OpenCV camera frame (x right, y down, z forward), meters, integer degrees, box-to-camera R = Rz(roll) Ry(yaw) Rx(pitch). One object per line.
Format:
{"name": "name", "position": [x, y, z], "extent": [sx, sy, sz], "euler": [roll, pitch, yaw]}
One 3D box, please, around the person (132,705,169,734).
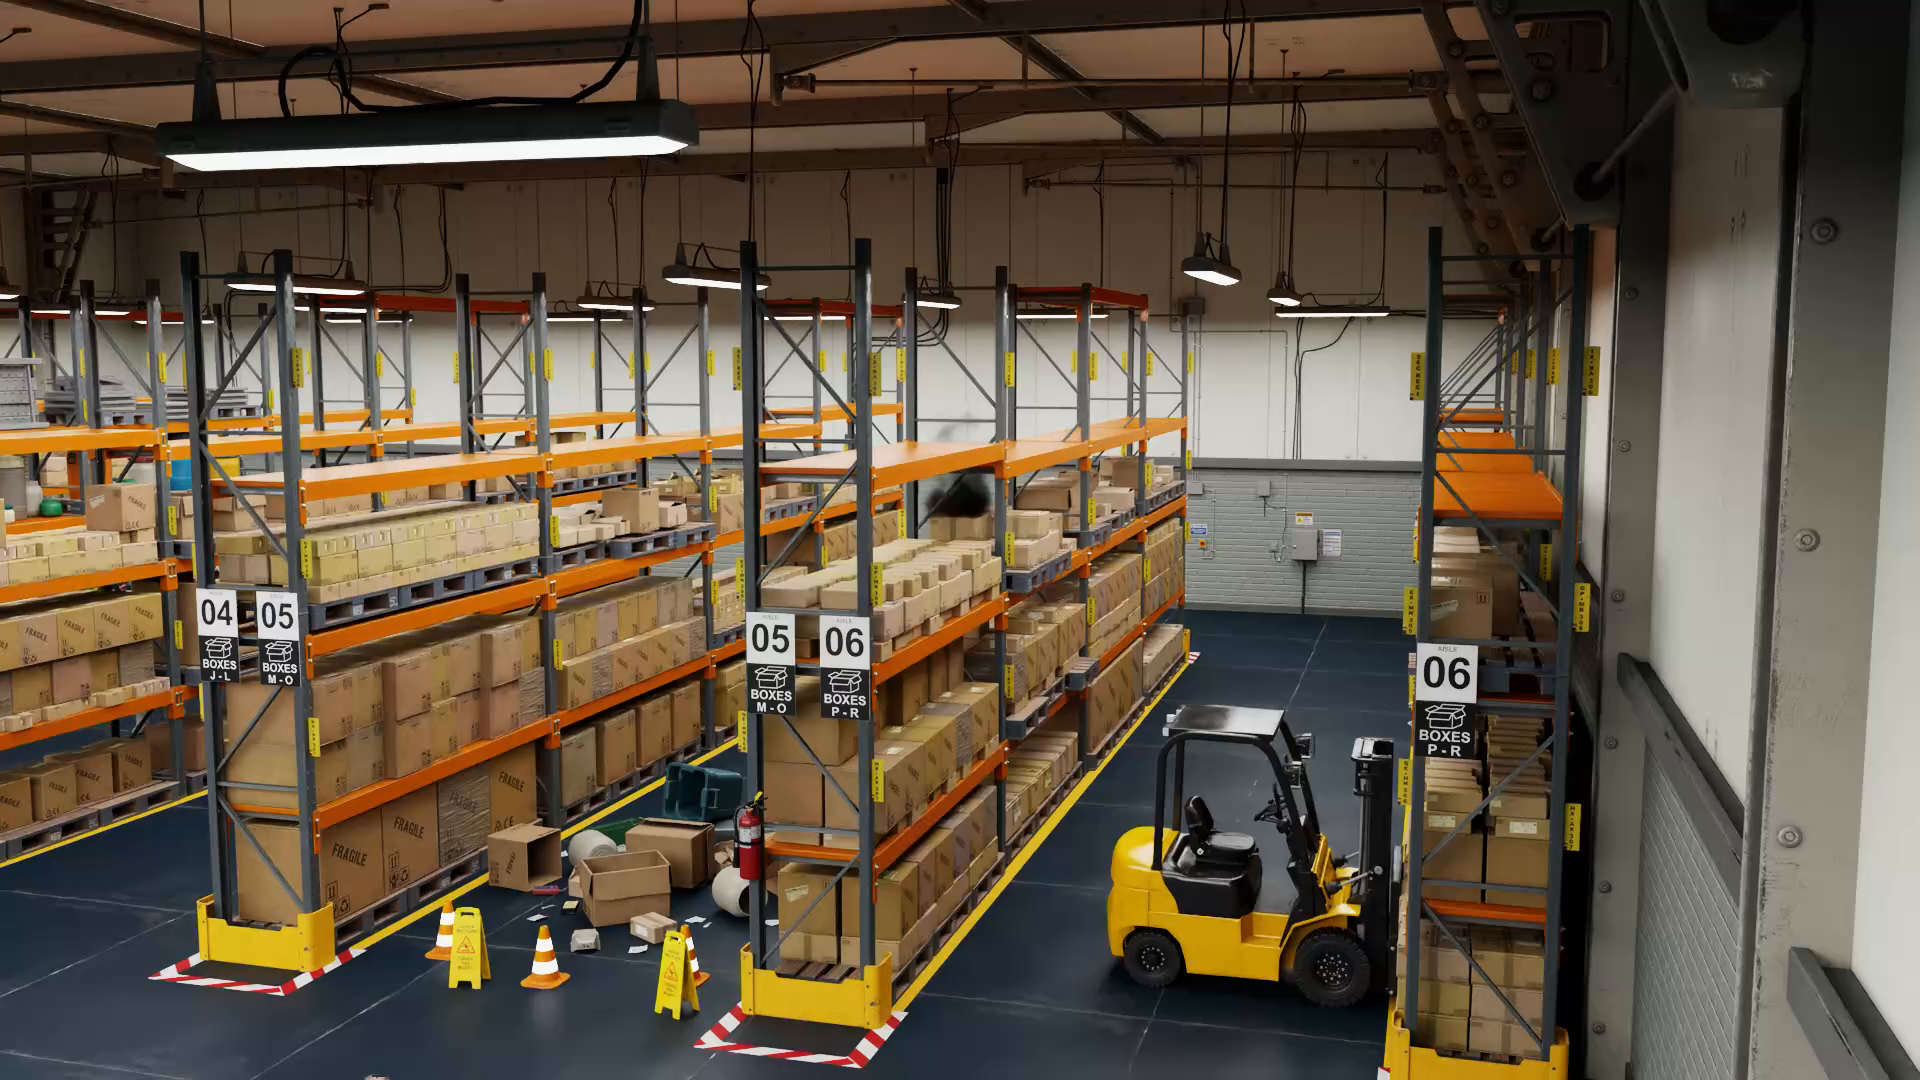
{"name": "person", "position": [-11.165, 1.790, 22.848], "extent": [0.715, 1.653, 0.826], "euler": [1, 6, 5]}

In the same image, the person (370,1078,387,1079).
{"name": "person", "position": [-2.719, 3.405, 7.816], "extent": [0.705, 1.845, 0.898], "euler": [-3, 7, -25]}
